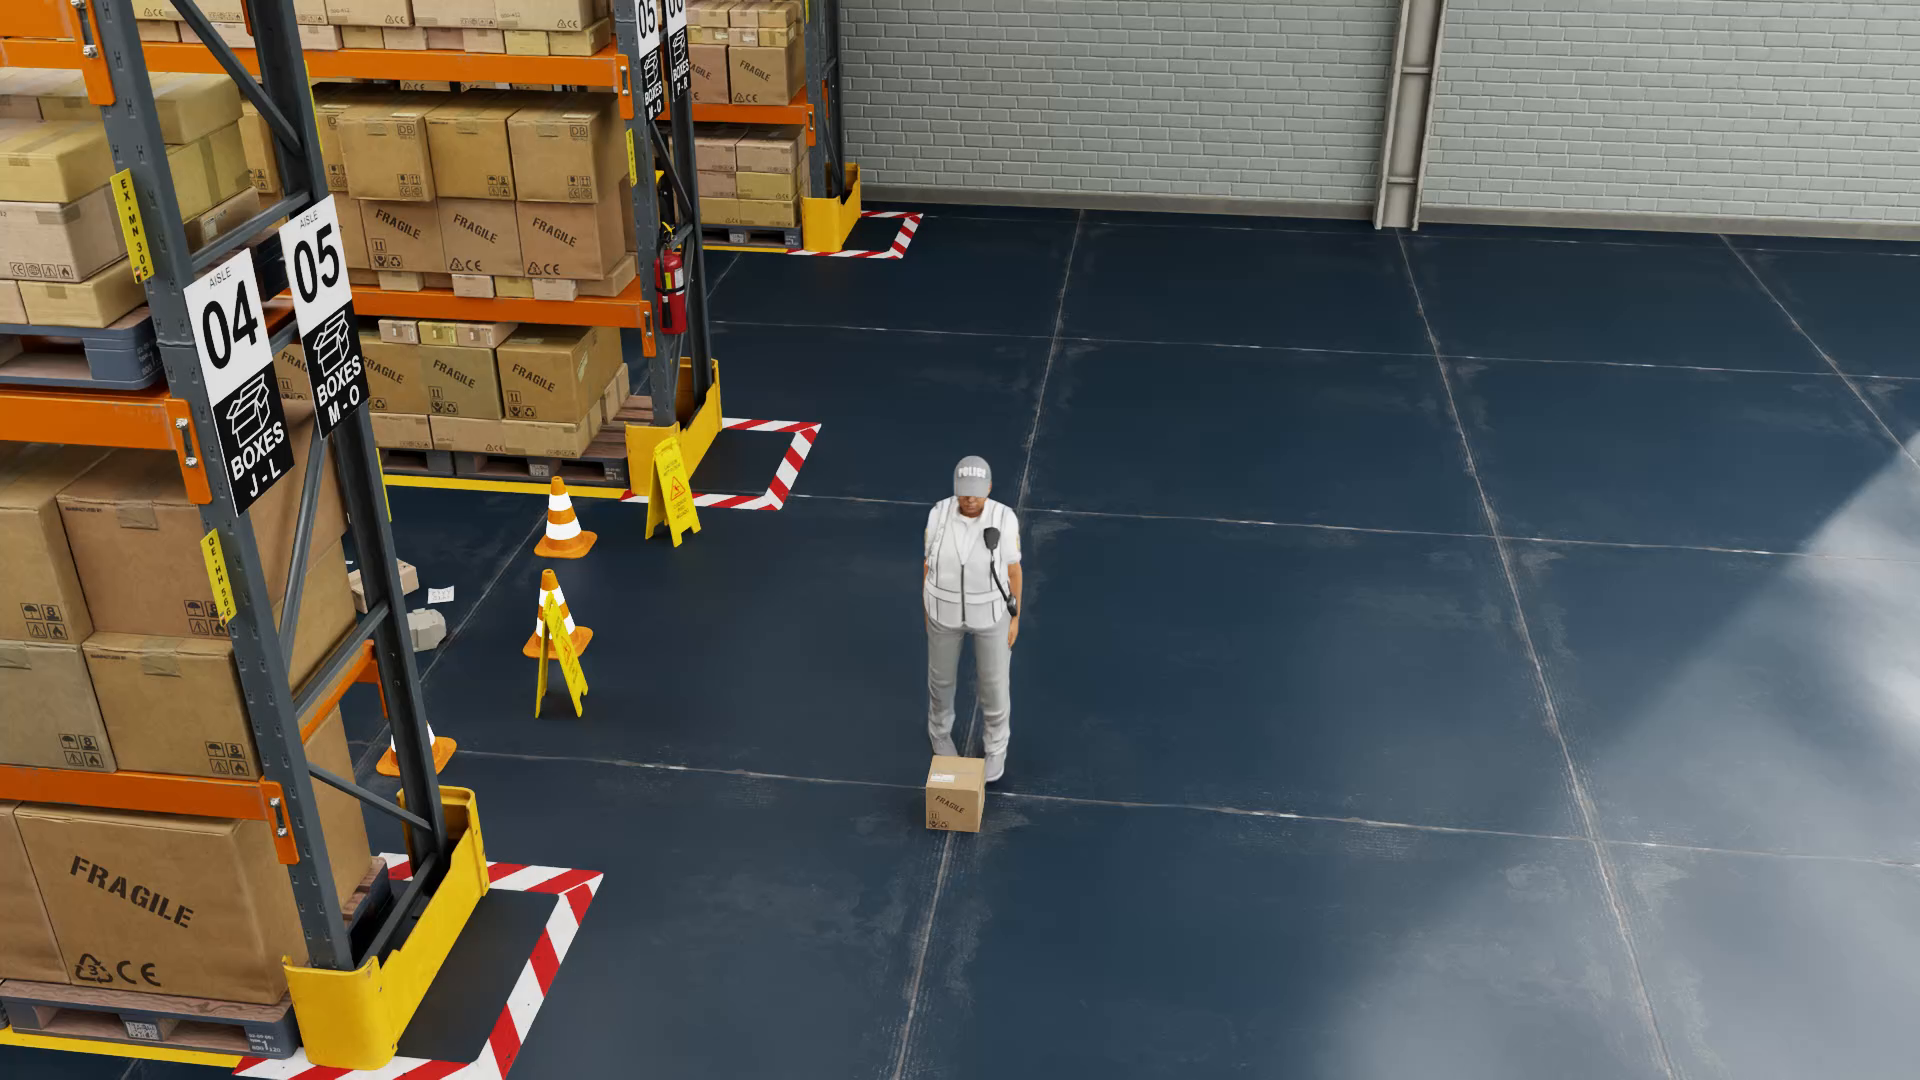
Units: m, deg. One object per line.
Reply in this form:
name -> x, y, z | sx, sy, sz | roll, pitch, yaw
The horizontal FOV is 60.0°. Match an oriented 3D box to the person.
person -> 0.053, 0.379, 7.956 | 0.474, 1.688, 0.413 | 4, 29, 8
